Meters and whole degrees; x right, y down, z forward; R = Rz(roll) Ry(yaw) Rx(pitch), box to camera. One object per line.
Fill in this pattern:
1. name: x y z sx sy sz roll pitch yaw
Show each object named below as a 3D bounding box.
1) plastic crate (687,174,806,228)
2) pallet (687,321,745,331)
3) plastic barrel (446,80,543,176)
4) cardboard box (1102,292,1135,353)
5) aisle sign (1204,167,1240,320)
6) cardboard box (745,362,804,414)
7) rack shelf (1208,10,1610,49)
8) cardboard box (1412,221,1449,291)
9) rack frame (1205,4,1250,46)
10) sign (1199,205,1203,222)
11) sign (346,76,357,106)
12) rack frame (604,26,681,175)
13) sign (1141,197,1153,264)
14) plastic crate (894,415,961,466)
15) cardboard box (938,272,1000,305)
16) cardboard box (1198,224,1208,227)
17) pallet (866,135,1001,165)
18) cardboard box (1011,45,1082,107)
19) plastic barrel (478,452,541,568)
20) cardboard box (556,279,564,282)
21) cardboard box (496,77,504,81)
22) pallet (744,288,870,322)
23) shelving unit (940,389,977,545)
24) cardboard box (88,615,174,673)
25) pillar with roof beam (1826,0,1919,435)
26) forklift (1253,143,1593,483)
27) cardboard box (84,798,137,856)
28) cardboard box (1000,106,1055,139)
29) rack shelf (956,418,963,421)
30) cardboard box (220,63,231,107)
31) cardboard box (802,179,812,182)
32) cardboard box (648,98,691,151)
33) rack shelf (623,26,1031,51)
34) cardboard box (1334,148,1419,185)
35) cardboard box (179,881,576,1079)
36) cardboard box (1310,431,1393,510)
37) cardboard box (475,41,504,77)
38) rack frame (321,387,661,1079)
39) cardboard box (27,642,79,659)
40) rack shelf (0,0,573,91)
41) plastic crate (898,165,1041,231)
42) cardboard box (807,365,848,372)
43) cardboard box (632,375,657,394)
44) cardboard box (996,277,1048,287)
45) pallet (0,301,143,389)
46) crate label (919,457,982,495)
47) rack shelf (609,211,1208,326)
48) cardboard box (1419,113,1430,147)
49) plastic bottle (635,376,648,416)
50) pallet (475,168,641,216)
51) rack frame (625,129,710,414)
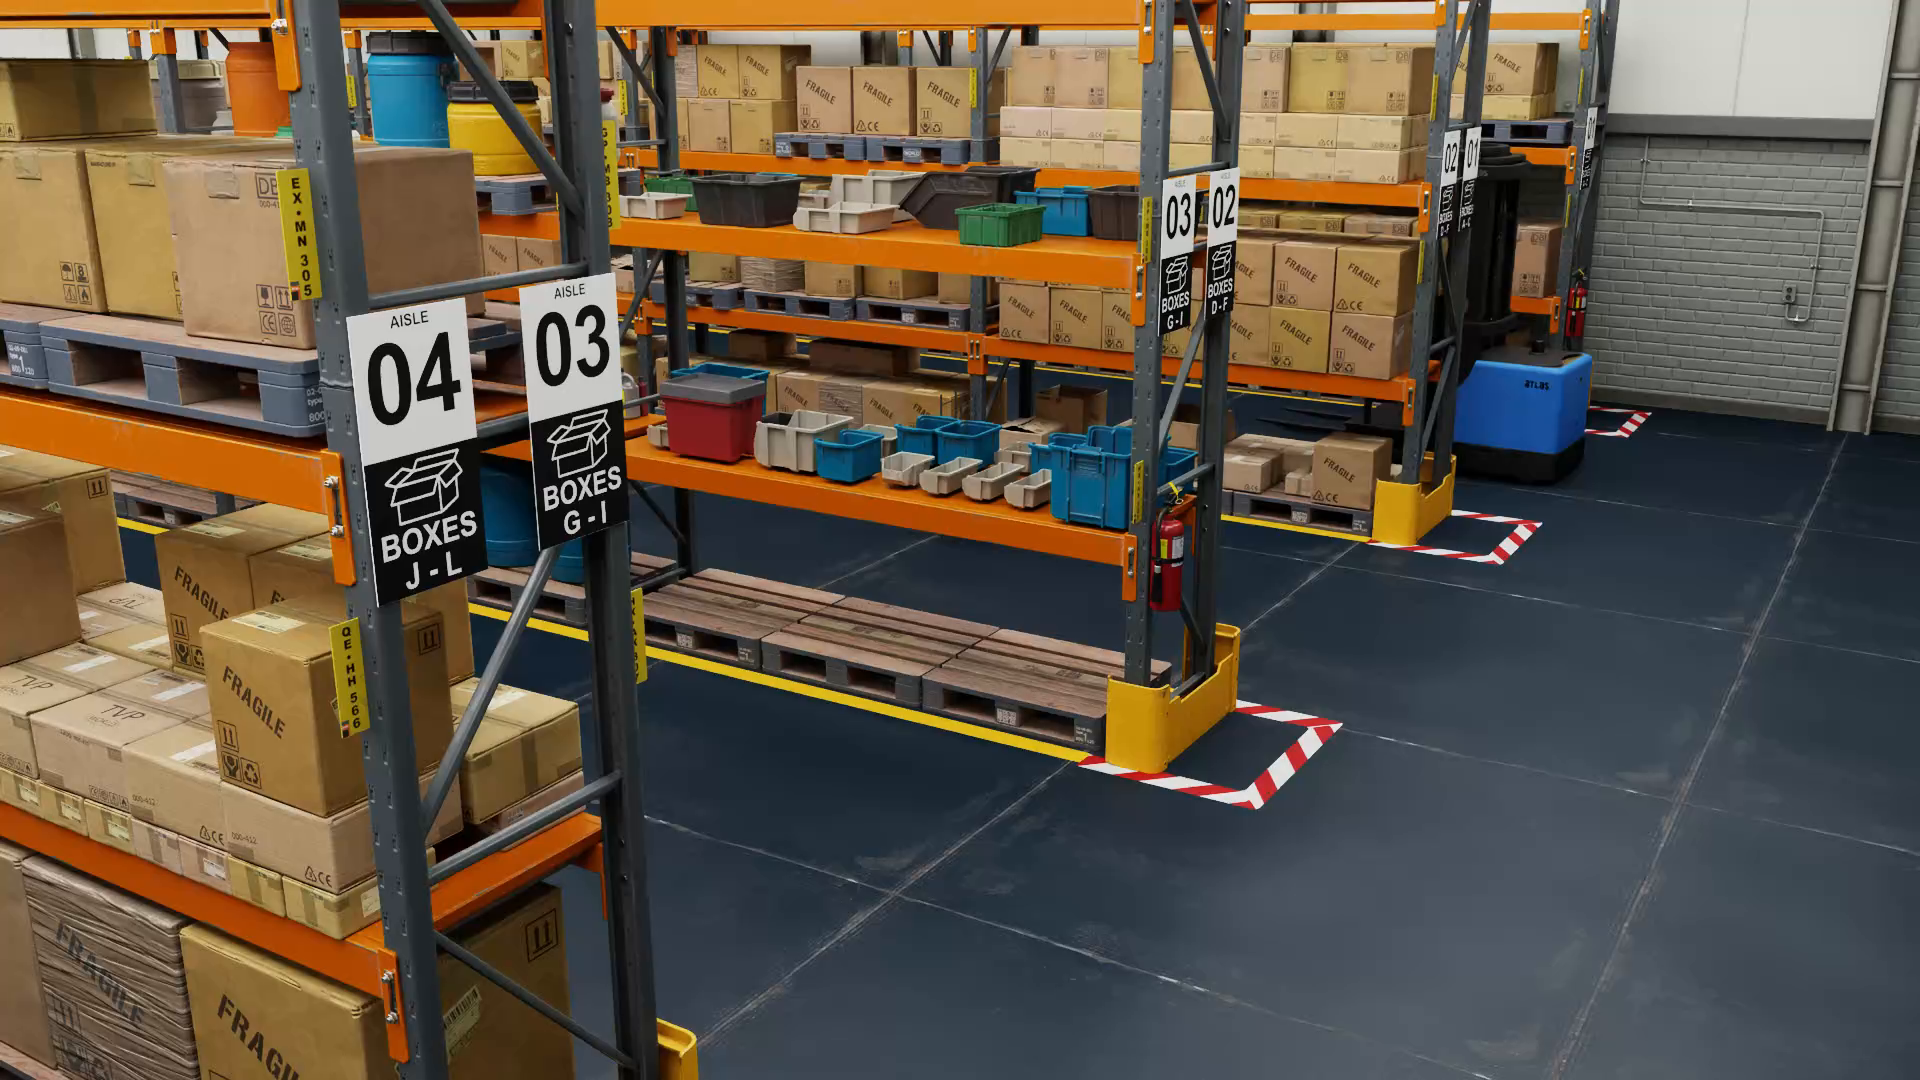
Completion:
1. plastic crate: -1.279 -2.036 9.988 0.590 0.269 0.497 10 20 30
2. pallet: -3.162 -3.139 23.350 1.213 0.211 1.003 10 20 30
3. plastic barrel: -3.078 -2.735 11.017 0.600 0.588 0.600 0 17 0
4. cardboard box: 1.556 -1.896 14.289 0.500 0.500 0.500 10 20 30
5. aisle sign: 1.431 -1.618 9.075 0.004 0.787 0.394 10 20 30
6. cardboard box: -1.895 -1.474 16.615 0.500 0.500 0.500 10 19 29
7. rack shelf: 4.695 -5.405 17.617 4.000 0.370 1.077 10 20 30
8. cardboard box: 5.334 -3.092 17.884 0.700 0.700 0.980 10 20 30
9. rack frame: 2.991 -6.244 18.456 0.127 3.000 1.000 10 20 30
10. sign: 2.715 -3.754 18.724 0.005 0.325 0.100 10 20 30
11. sign: -6.705 -4.946 18.317 0.005 0.325 0.100 10 20 30
12. rack frame: -2.194 -3.791 10.378 0.127 3.000 1.000 10 20 30
13. sign: 0.940 -1.558 8.370 0.005 0.325 0.100 10 20 30
14. plastic crate: -0.201 -0.626 10.464 0.300 0.233 0.416 10 20 30
15. cardboard box: 0.115 -2.523 15.631 0.500 0.500 0.700 4 17 12
16. cardboard box: 1.835 -2.506 14.578 0.500 0.500 0.500 10 20 30
17. pallet: -0.118 -3.608 15.262 1.003 0.211 1.213 10 20 30
18. cardboard box: 0.836 -4.044 14.479 0.500 0.500 0.700 10 20 30
19. plastic barrel: -3.252 -0.312 12.135 0.708 0.901 0.600 10 20 30
20. cardboard box: -4.123 -2.815 17.919 0.250 0.149 0.380 12 21 34
21. cardboard box: -6.642 -6.489 24.214 0.500 0.500 0.500 12 20 34
22. pallet: -1.348 -2.368 16.348 1.213 0.211 1.003 10 20 30
23. shelving unit: -0.012 -0.576 13.214 0.189 1.200 0.258 10 20 30
24. cardboard box: -2.965 0.472 6.414 0.500 0.250 0.500 10 19 29
25. pillar with roof beam: 6.900 -4.373 12.296 0.400 9.000 9.100 10 20 30
26. forklift: 4.356 -2.232 15.686 3.031 2.935 1.130 11 20 33
27. cardboard box: -2.725 0.907 5.665 0.250 0.149 0.380 10 19 29
28. cardboard box: 0.686 -3.614 14.354 0.500 0.250 0.500 10 20 30
29. rack shelf: -0.012 -0.878 13.122 0.180 0.103 0.258 10 20 30
30. cardboard box: -8.552 -5.403 19.710 0.500 0.500 0.500 10 20 30
31. cardboard box: -2.361 -4.584 22.383 0.500 0.500 0.700 13 21 38
32. cardboard box: -2.618 -4.180 16.648 0.500 0.500 0.910 10 20 30
33. rack shelf: -1.303 -4.786 15.579 4.000 0.370 1.077 10 20 30
34. cardboard box: 3.234 -2.914 12.912 0.500 0.250 0.500 10 20 30
35. cardboard box: -1.965 1.653 5.712 0.875 0.875 0.875 10 20 30
36. cardboard box: 3.218 -0.574 13.655 0.500 0.500 0.500 10 20 30
37. cardboard box: -6.633 -6.963 24.055 0.500 0.500 0.500 10 19 29
38. rack frame: -1.378 0.915 5.209 0.127 3.000 1.000 10 20 30
39. cardboard box: -3.657 0.526 6.234 0.500 0.250 0.500 11 20 31
40. rack shelf: -3.082 -1.724 5.501 4.000 0.370 1.077 10 20 30
41. plastic crate: 0.056 -2.018 9.809 0.767 0.338 0.504 10 20 30
42. cardboard box: -1.196 -1.528 16.795 0.500 0.500 0.500 9 19 28
43. cardboard box: -3.583 -1.660 17.693 0.500 0.250 0.500 11 20 31
44. cardboard box: 0.656 -2.531 14.662 0.500 0.500 0.500 11 20 31
45. pallet: -3.059 -0.774 5.759 1.213 0.211 1.003 10 20 30
46. crate label: -0.065 -0.378 9.814 0.243 0.136 0.396 10 20 30
47. rack shelf: -0.490 -1.707 9.917 4.000 0.370 1.077 10 20 30
48. cardboard box: 3.508 -3.283 13.267 0.500 0.250 0.500 10 20 30
49. plastic bottle: -2.283 -1.026 11.799 0.133 0.283 0.061 10 20 30
50. pallet: -2.913 -2.360 11.154 1.003 0.211 1.213 10 20 30
51. rack frame: -3.007 -2.755 17.290 0.127 3.000 1.000 10 20 30
